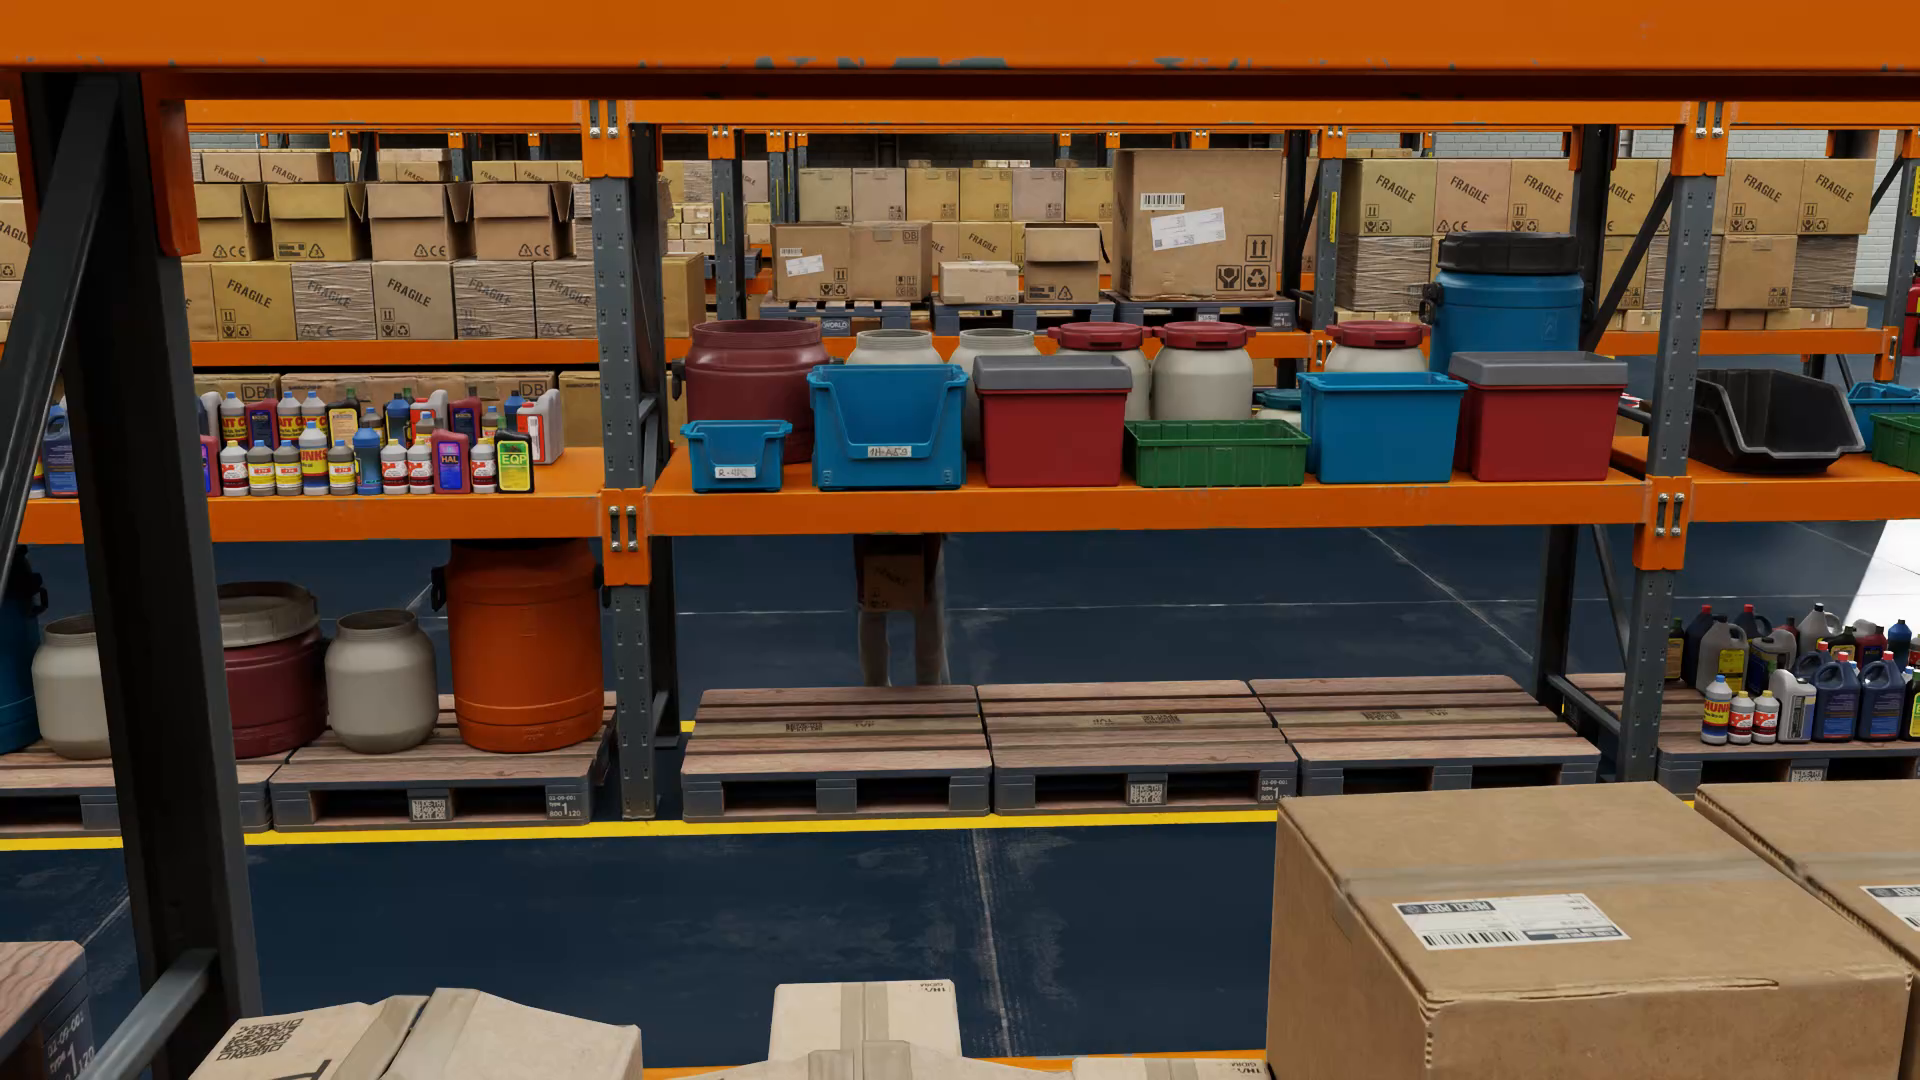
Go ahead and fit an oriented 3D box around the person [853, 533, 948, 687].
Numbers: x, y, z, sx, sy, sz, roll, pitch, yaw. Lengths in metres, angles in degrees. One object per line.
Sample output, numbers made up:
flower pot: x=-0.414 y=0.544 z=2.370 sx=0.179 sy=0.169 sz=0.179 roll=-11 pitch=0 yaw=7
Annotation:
person: x=-0.260 y=0.122 z=7.277 sx=0.412 sy=1.538 sz=0.698 roll=0 pitch=14 yaw=1
